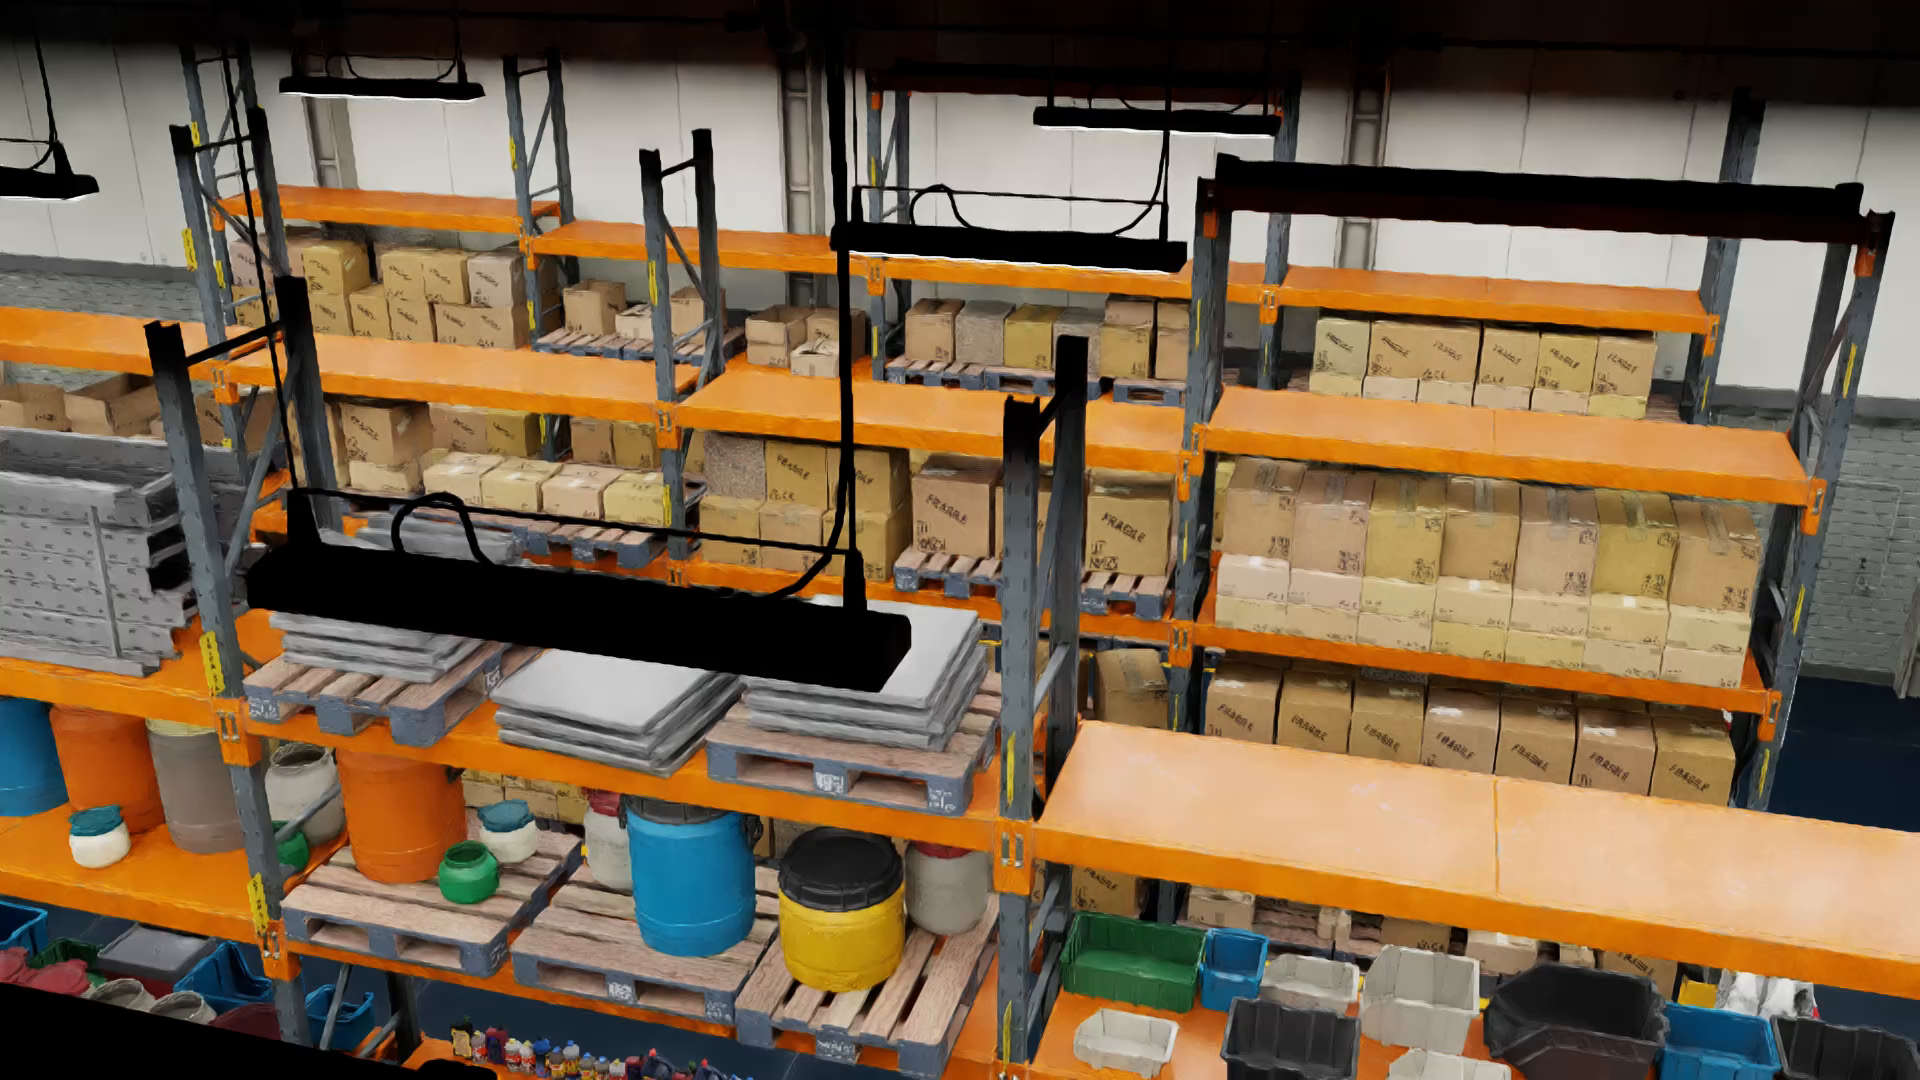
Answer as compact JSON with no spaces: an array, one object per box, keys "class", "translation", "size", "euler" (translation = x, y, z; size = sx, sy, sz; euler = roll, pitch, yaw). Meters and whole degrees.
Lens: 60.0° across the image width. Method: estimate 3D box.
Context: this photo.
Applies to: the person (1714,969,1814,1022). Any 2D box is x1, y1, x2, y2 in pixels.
[{"class":"person","translation":[5.135,3.207,10.714],"size":[0.607,1.772,0.417],"euler":[16,27,33]}]
